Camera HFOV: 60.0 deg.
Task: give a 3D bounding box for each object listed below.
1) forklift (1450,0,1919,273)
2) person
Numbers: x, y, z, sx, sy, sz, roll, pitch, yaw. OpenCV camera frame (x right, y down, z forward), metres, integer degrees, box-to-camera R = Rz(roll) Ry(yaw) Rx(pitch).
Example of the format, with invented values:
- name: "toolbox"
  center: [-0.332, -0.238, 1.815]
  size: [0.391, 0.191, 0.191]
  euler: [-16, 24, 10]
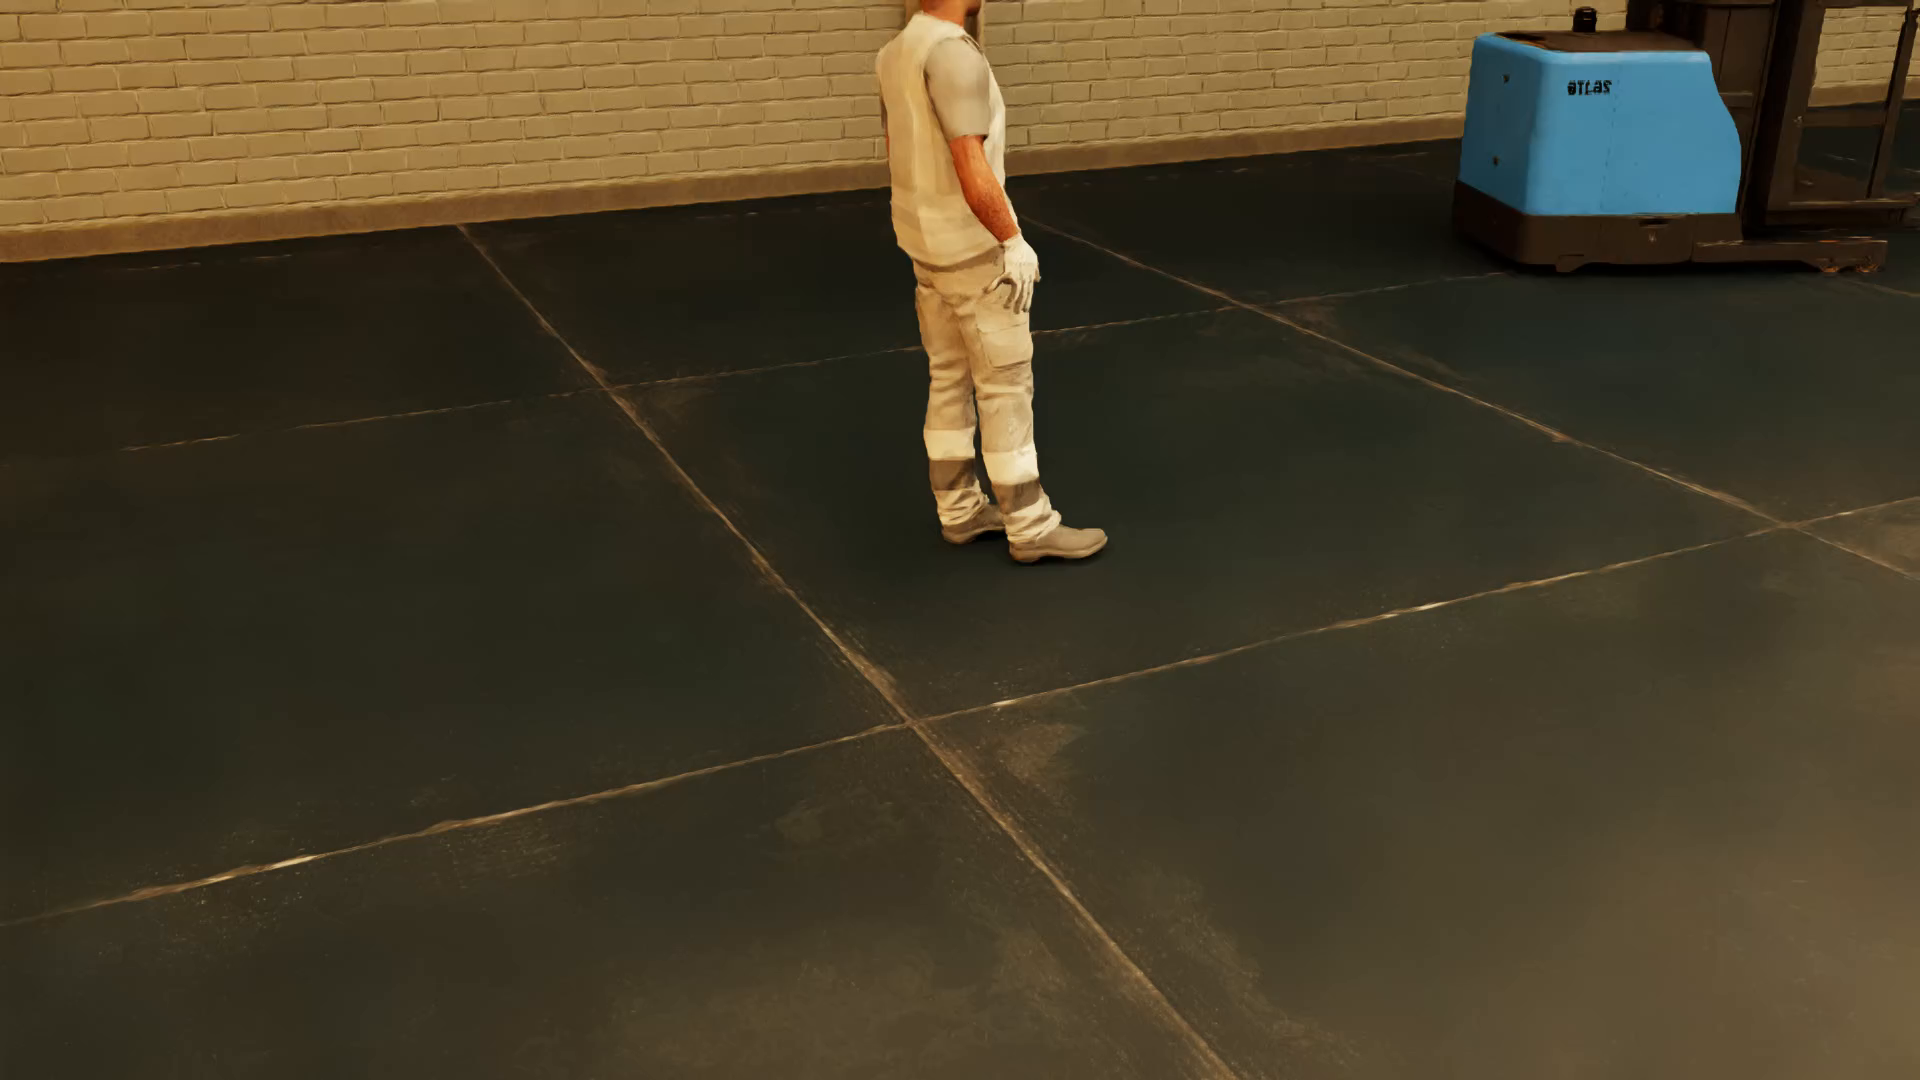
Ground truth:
- name: "forklift"
  center: [4.218, -2.892, 8.248]
  size: [3.031, 2.935, 1.130]
  euler: [-2, 23, -5]
- name: "person"
  center: [0.078, -0.842, 4.783]
  size: [0.563, 1.787, 0.637]
  euler: [-10, 25, -23]
